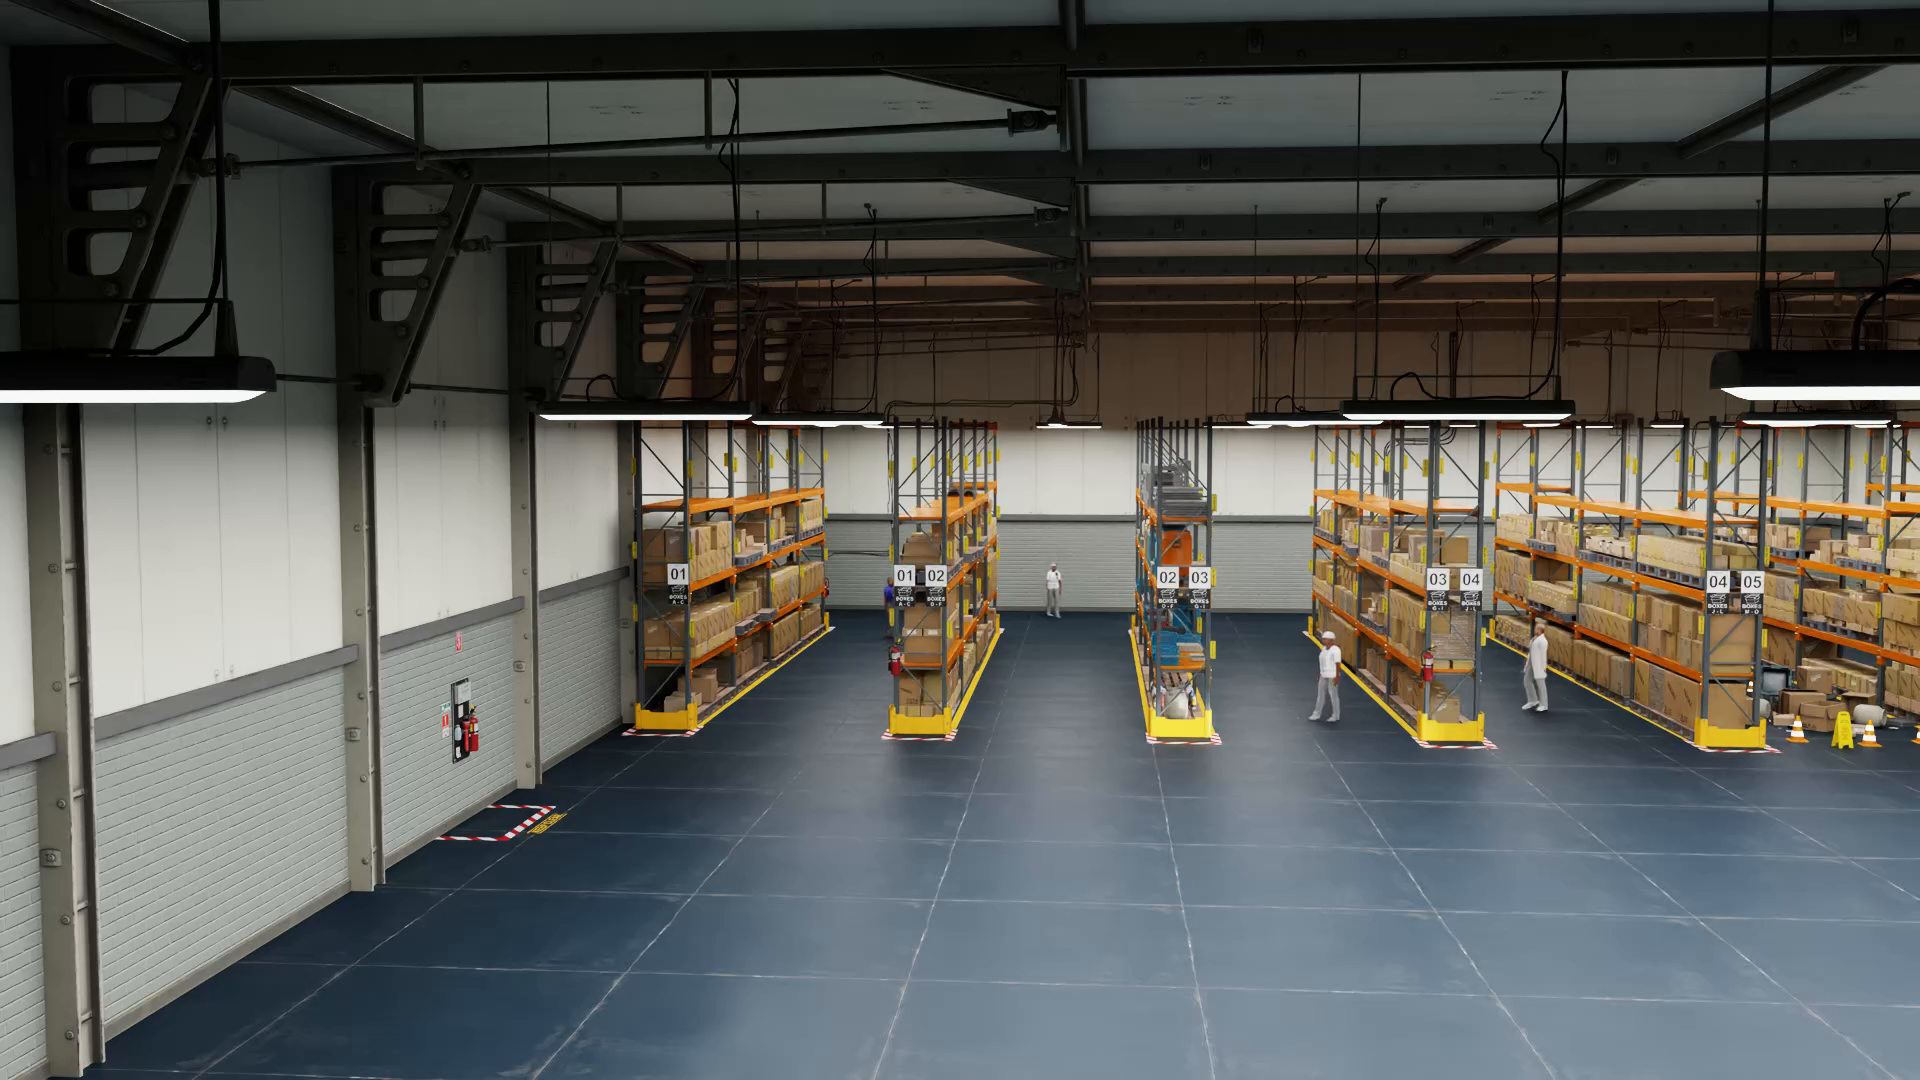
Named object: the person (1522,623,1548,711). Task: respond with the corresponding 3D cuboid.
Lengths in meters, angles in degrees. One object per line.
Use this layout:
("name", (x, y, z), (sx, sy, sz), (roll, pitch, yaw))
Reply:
("person", (11.808, 2.603, 34.123), (0.437, 1.809, 0.702), (-1, 4, -12))

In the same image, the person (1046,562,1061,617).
("person", (2.908, 1.538, 51.435), (0.463, 1.707, 0.484), (-1, 4, -17))

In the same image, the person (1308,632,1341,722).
("person", (7.218, 2.701, 32.880), (0.583, 1.779, 0.607), (-1, 4, -20))

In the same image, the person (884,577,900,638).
("person", (-1.864, 1.878, 46.366), (0.553, 1.662, 0.488), (2, 4, 25))
